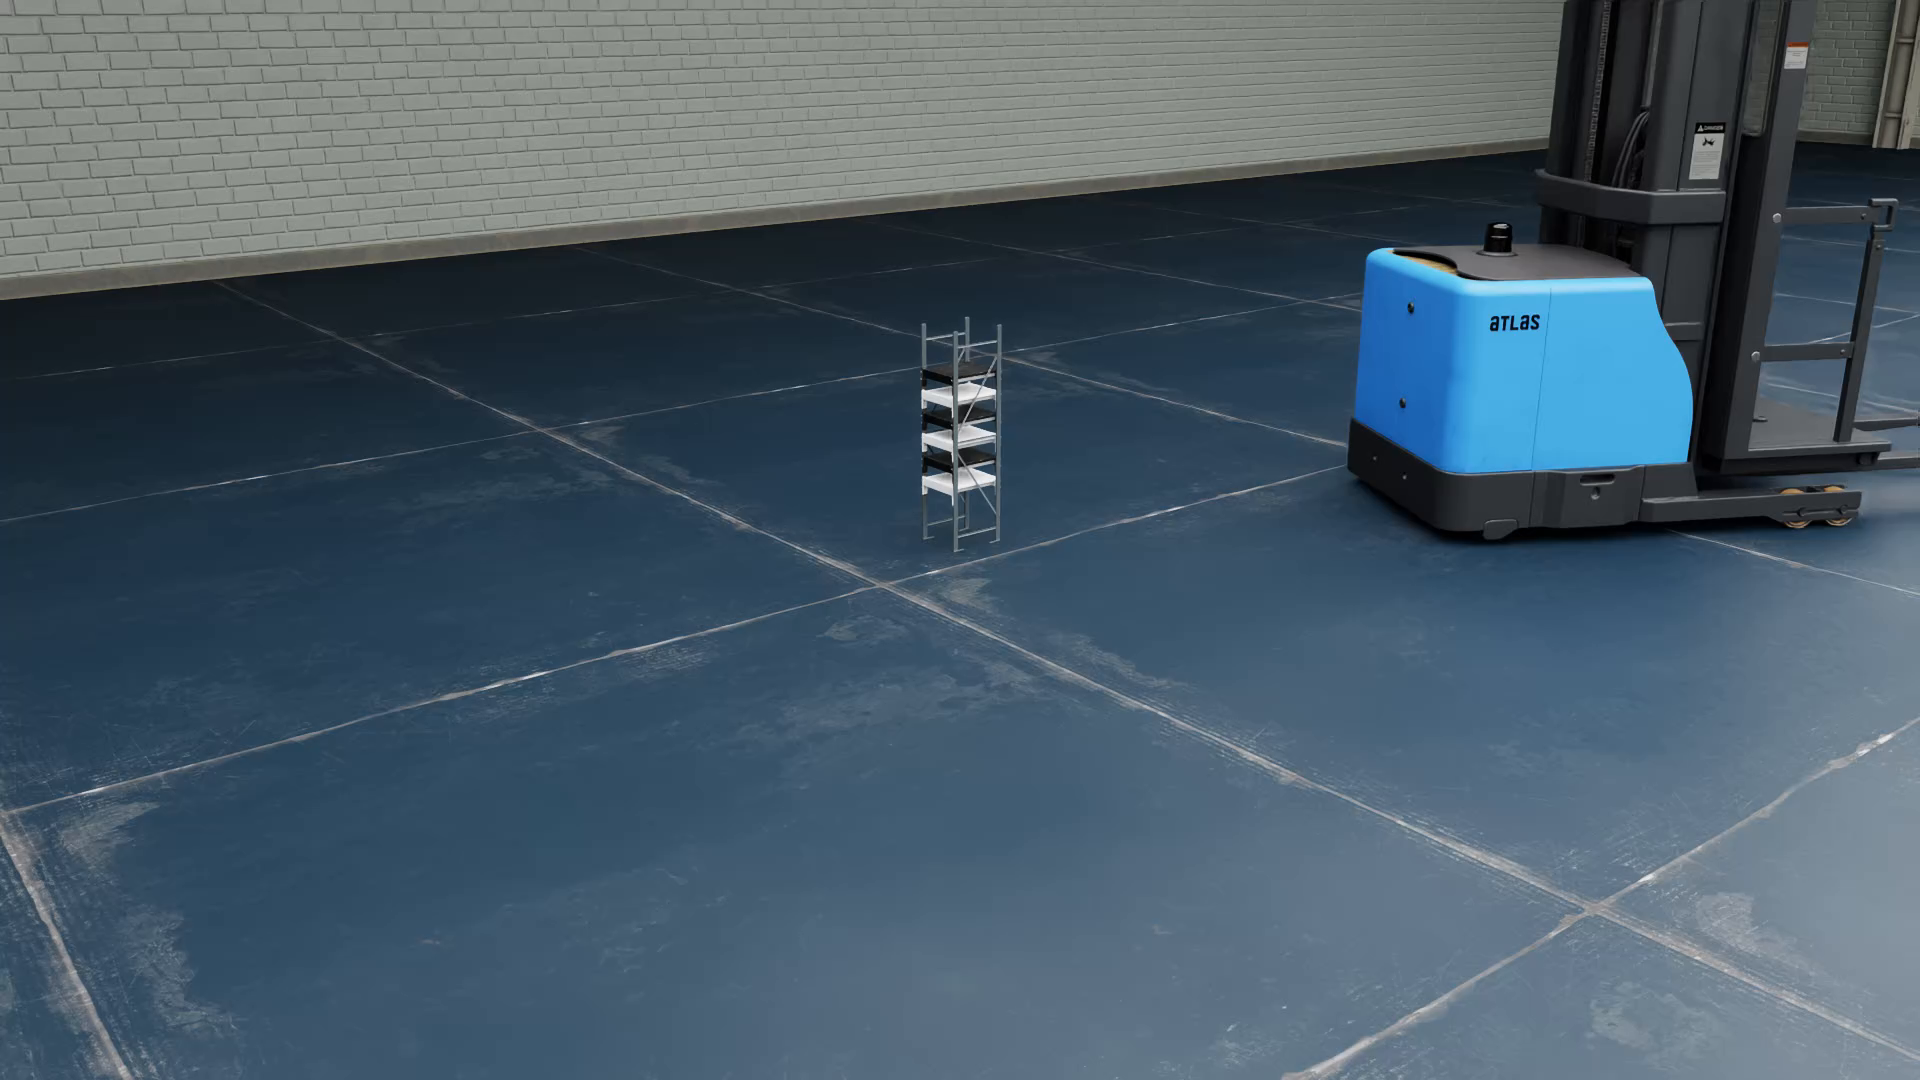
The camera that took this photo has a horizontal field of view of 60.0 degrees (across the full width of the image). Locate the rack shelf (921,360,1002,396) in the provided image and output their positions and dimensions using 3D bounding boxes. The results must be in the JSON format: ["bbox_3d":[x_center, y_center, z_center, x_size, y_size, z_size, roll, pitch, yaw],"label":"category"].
[{"bbox_3d":[0.005,-0.650,6.641,0.258,0.077,0.200,-14,23,-36],"label":"rack shelf"}]

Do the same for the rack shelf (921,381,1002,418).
[{"bbox_3d":[0.005,-0.564,6.669,0.258,0.077,0.200,-14,23,-36],"label":"rack shelf"}]

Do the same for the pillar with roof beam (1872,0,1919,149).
[{"bbox_3d":[9.989,-9.066,19.925,9.100,9.000,0.400,-14,23,-36],"label":"pillar with roof beam"}]

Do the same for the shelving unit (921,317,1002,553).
[{"bbox_3d":[0.005,-0.425,6.715,0.258,0.900,0.210,-14,23,-36],"label":"shelving unit"}]

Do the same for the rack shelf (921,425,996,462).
[{"bbox_3d":[0.005,-0.394,6.725,0.258,0.077,0.200,-14,23,-36],"label":"rack shelf"}]

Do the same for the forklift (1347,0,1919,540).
[{"bbox_3d":[3.341,-1.599,7.028,3.031,2.935,1.130,-3,19,-10],"label":"forklift"}]

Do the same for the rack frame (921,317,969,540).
[{"bbox_3d":[-0.058,-0.450,6.791,0.240,0.900,0.006,-14,23,-36],"label":"rack frame"}]

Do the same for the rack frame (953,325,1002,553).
[{"bbox_3d":[0.068,-0.400,6.639,0.240,0.900,0.006,-14,23,-36],"label":"rack frame"}]

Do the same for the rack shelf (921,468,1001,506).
[{"bbox_3d":[0.005,-0.223,6.782,0.258,0.077,0.200,-14,23,-36],"label":"rack shelf"}]

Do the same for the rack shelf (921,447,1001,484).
[{"bbox_3d":[0.005,-0.308,6.754,0.258,0.077,0.200,-14,23,-36],"label":"rack shelf"}]

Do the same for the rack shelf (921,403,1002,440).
[{"bbox_3d":[0.005,-0.479,6.697,0.258,0.077,0.200,-14,23,-36],"label":"rack shelf"}]
